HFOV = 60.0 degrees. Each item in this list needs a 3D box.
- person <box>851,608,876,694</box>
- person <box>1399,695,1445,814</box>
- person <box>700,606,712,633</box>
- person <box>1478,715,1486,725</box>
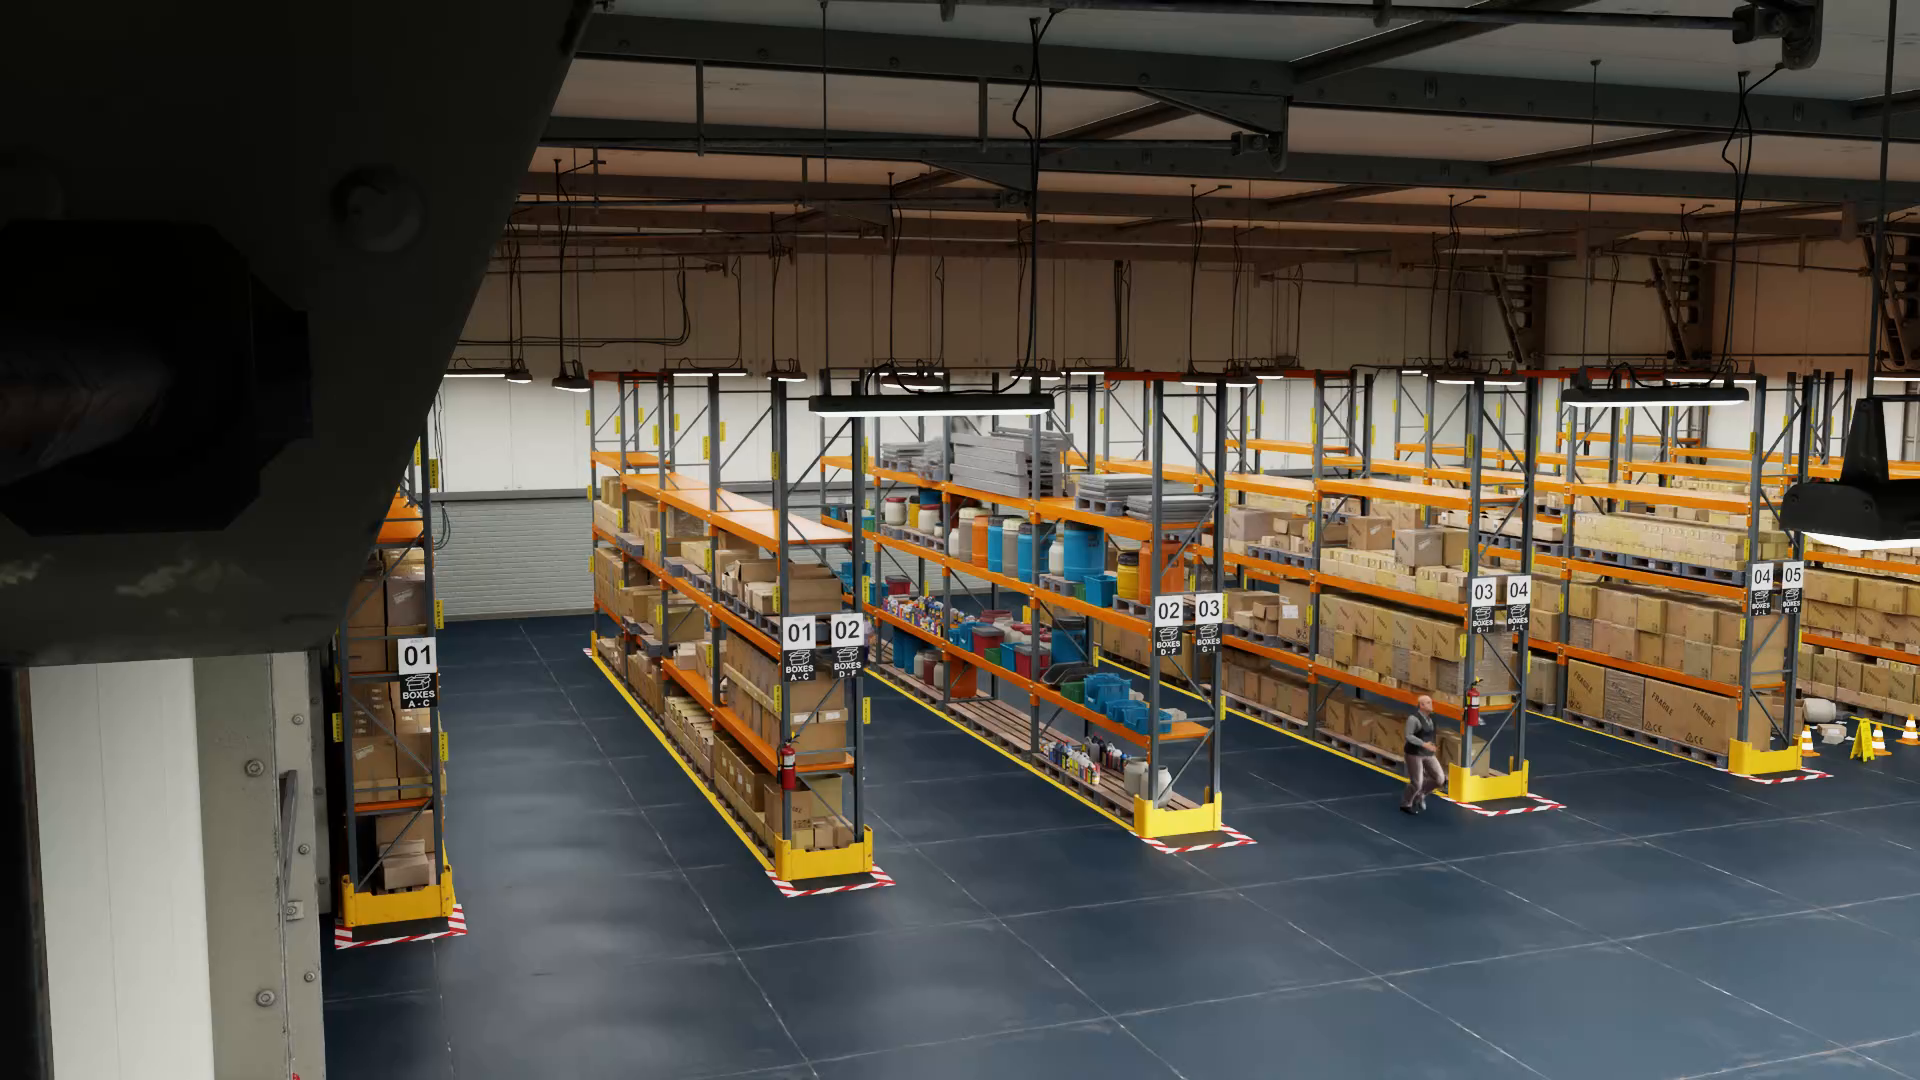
[{"bbox_3d":[-1.752,2.038,28.832,0.570,1.770,0.789,-4,7,-31],"label":"person"},{"bbox_3d":[6.369,2.958,22.834,0.688,1.680,0.649,-4,8,-35],"label":"person"},{"bbox_3d":[-5.562,1.546,35.745,0.636,1.627,0.870,-6,9,-43],"label":"person"},{"bbox_3d":[8.704,2.334,28.644,0.544,1.586,0.878,-4,7,-30],"label":"person"}]
